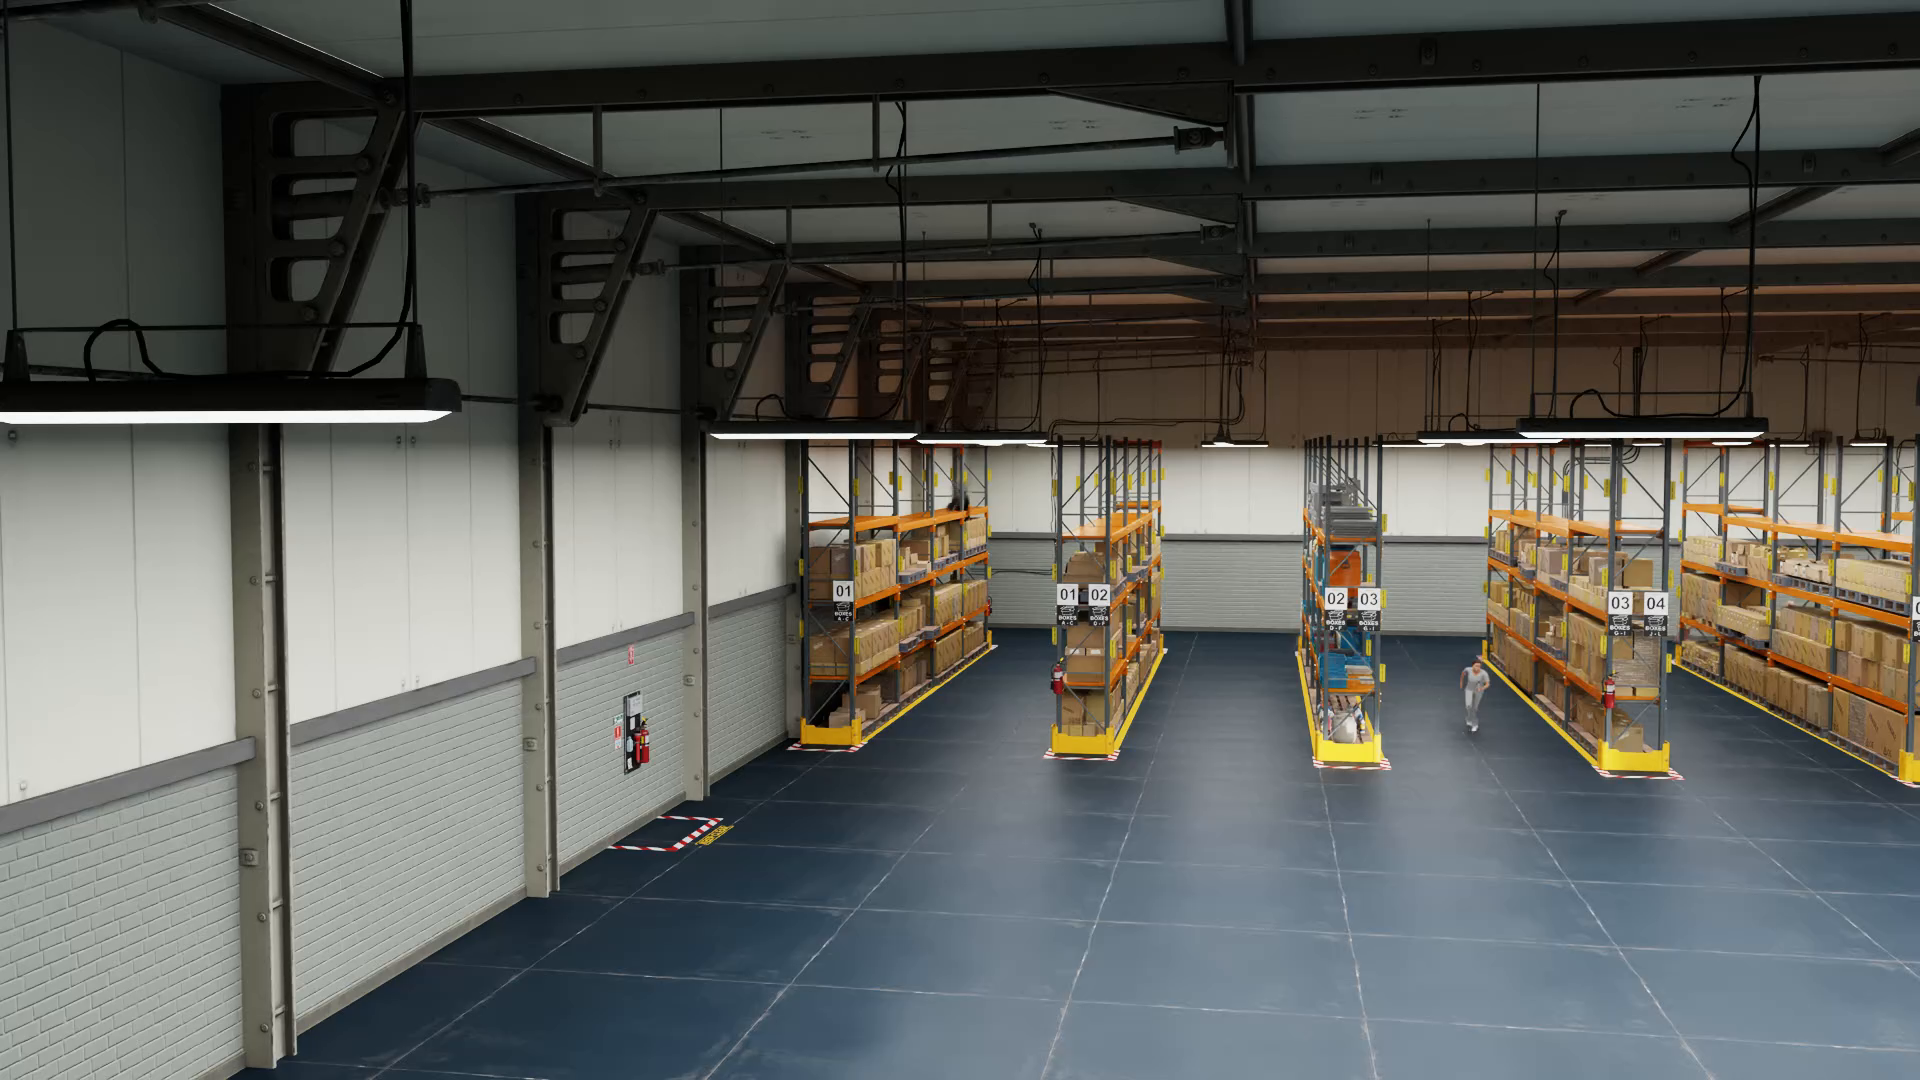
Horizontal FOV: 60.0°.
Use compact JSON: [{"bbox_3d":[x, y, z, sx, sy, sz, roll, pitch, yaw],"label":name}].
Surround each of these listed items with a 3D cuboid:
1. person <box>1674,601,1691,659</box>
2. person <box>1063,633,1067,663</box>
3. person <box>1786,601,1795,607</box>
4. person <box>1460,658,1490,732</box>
[{"bbox_3d":[20.001,2.443,45.704,0.718,1.666,0.584,0,3,-5],"label":"person"},{"bbox_3d":[3.022,2.469,43.982,0.646,1.722,0.692,2,4,30],"label":"person"},{"bbox_3d":[21.717,2.484,43.459,0.710,1.769,1.047,-1,3,-22],"label":"person"},{"bbox_3d":[10.493,3.118,33.911,0.576,1.498,1.059,1,3,14],"label":"person"}]
